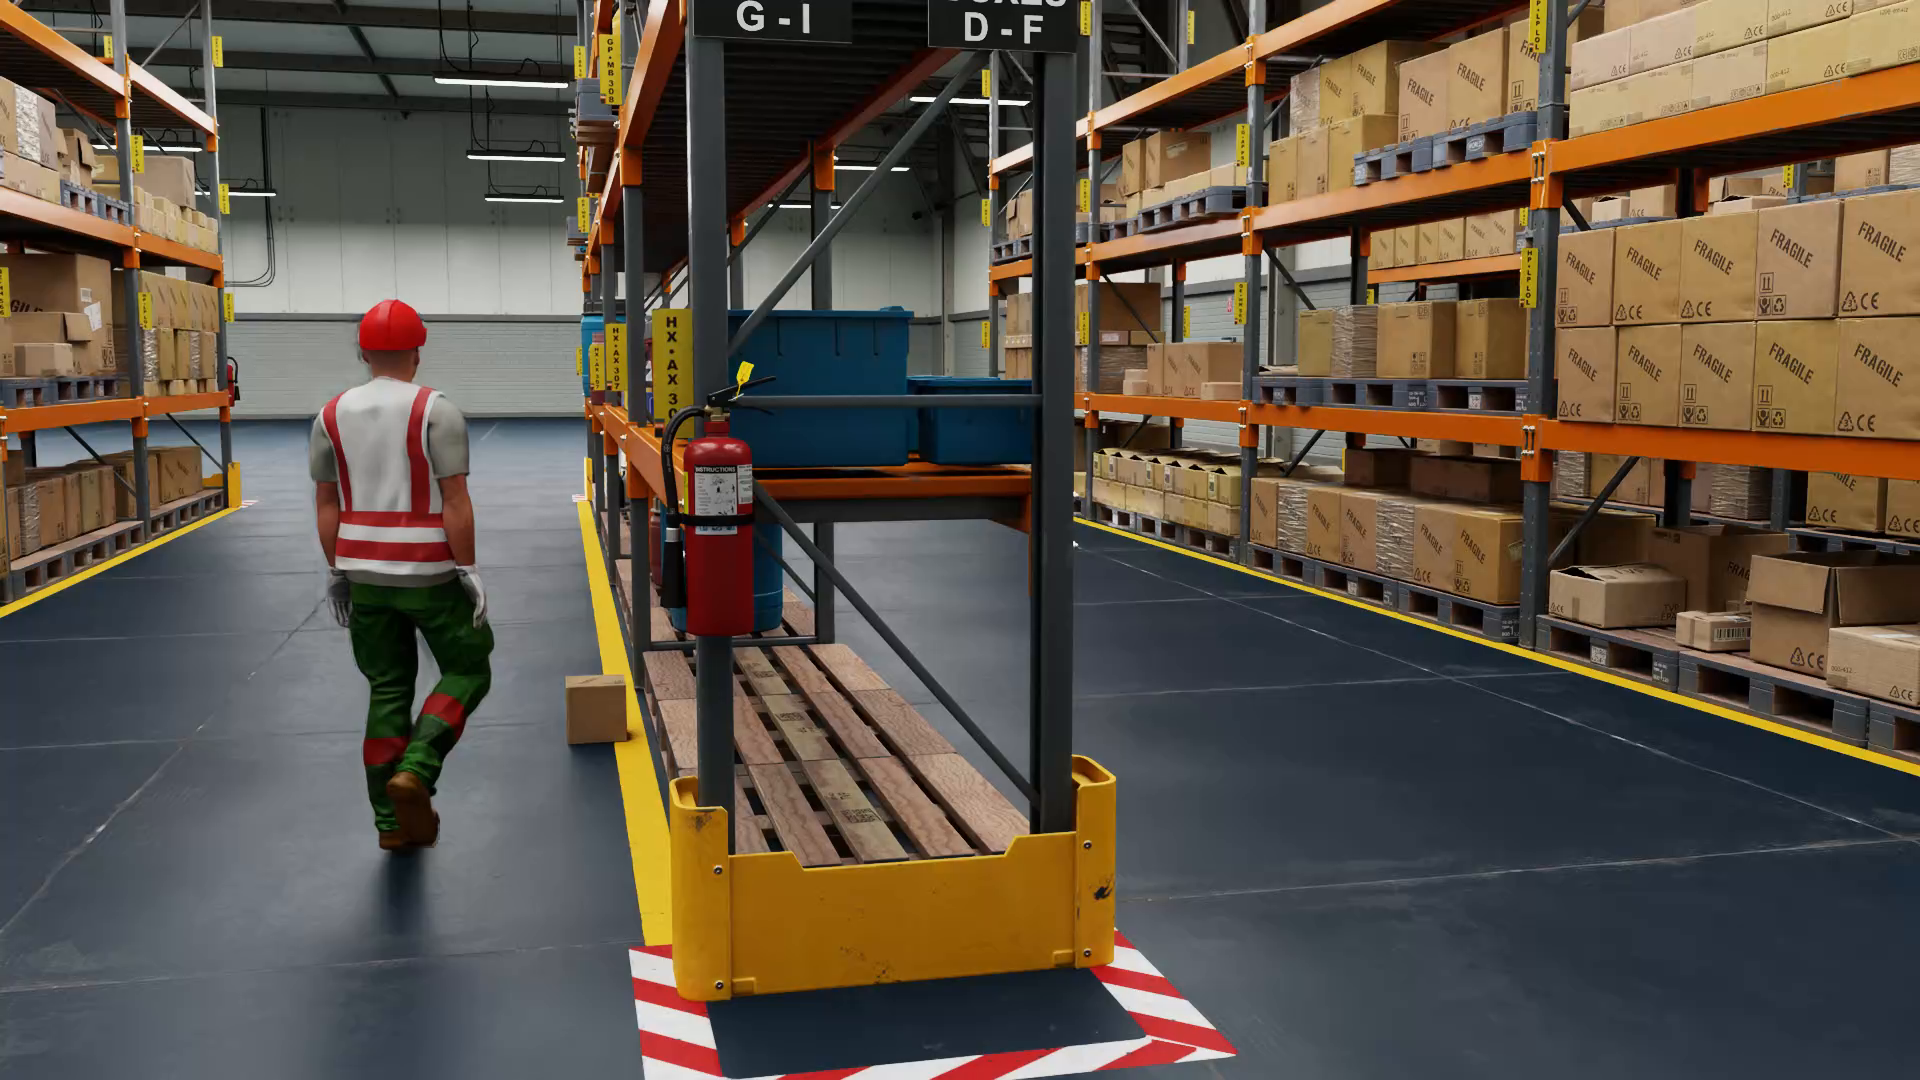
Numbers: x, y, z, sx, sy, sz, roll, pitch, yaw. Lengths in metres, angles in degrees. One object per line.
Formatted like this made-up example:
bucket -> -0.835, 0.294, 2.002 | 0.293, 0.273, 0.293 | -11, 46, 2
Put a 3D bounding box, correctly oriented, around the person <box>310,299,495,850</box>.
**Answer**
person -> -1.801, 0.120, 5.374 | 0.575, 1.783, 0.510 | 1, 6, 7
